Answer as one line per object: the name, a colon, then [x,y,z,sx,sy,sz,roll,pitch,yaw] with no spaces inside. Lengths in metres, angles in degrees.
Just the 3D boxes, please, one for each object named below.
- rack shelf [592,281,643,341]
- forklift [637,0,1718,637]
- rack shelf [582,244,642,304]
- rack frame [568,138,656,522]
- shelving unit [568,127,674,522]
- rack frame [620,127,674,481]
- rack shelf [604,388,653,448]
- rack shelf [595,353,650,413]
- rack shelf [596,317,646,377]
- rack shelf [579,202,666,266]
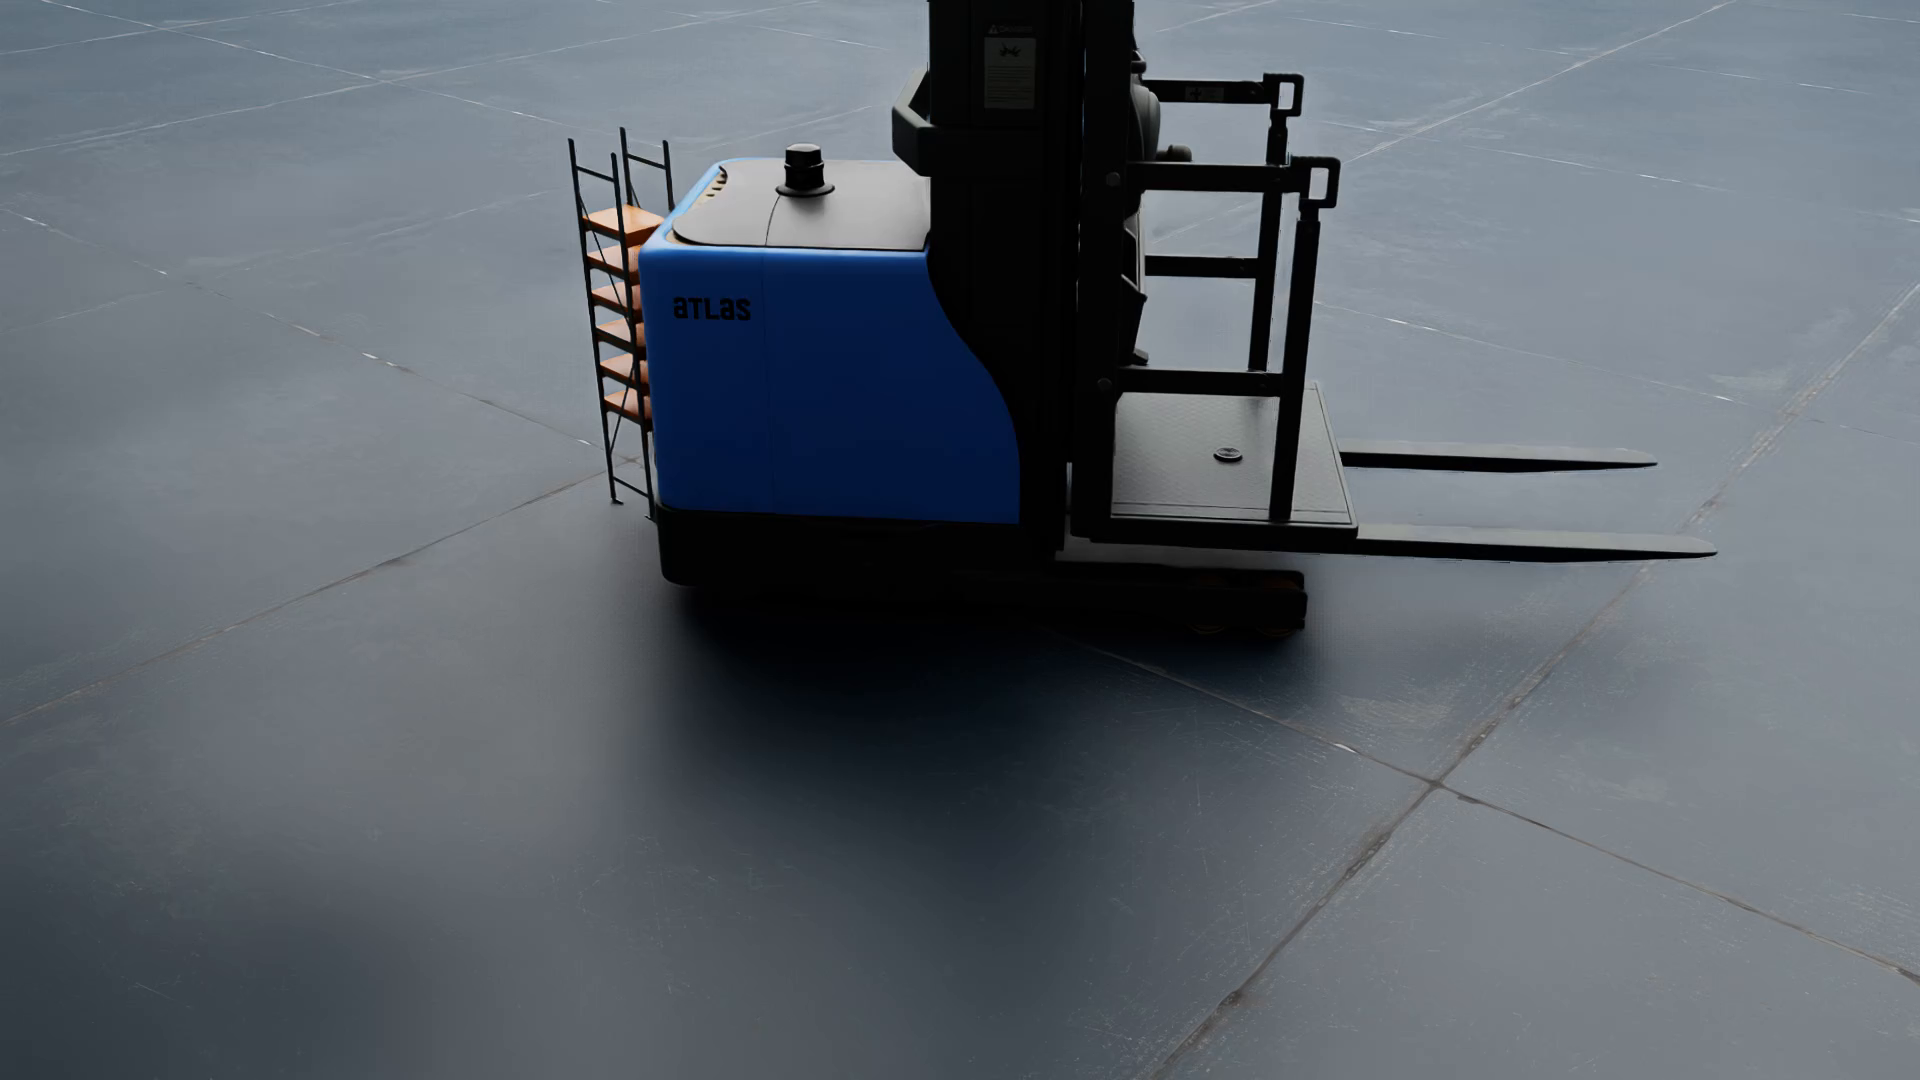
rack shelf: [-1.008,-0.723,5.170,0.180,0.103,0.258,-26,37,-38]
forklift: [0.664,-1.283,4.541,3.031,2.935,1.130,2,27,5]
rack shelf: [-1.009,-0.828,5.113,0.180,0.103,0.258,-26,37,-38]
rack frame: [-1.073,-0.625,5.150,0.006,1.200,0.240,-26,37,-38]
shelving unit: [-1.008,-0.657,5.206,0.189,1.200,0.258,-26,37,-38]
rack frame: [-0.943,-0.688,5.263,0.006,1.200,0.240,-26,37,-38]
rack shelf: [-1.006,-0.407,5.343,0.180,0.103,0.258,-26,37,-38]
rack shelf: [-1.007,-0.512,5.285,0.180,0.103,0.258,-26,37,-38]
rack shelf: [-1.008,-0.618,5.228,0.180,0.103,0.258,-26,37,-38]
rack shelf: [-1.010,-0.934,5.055,0.180,0.103,0.258,-26,37,-38]
